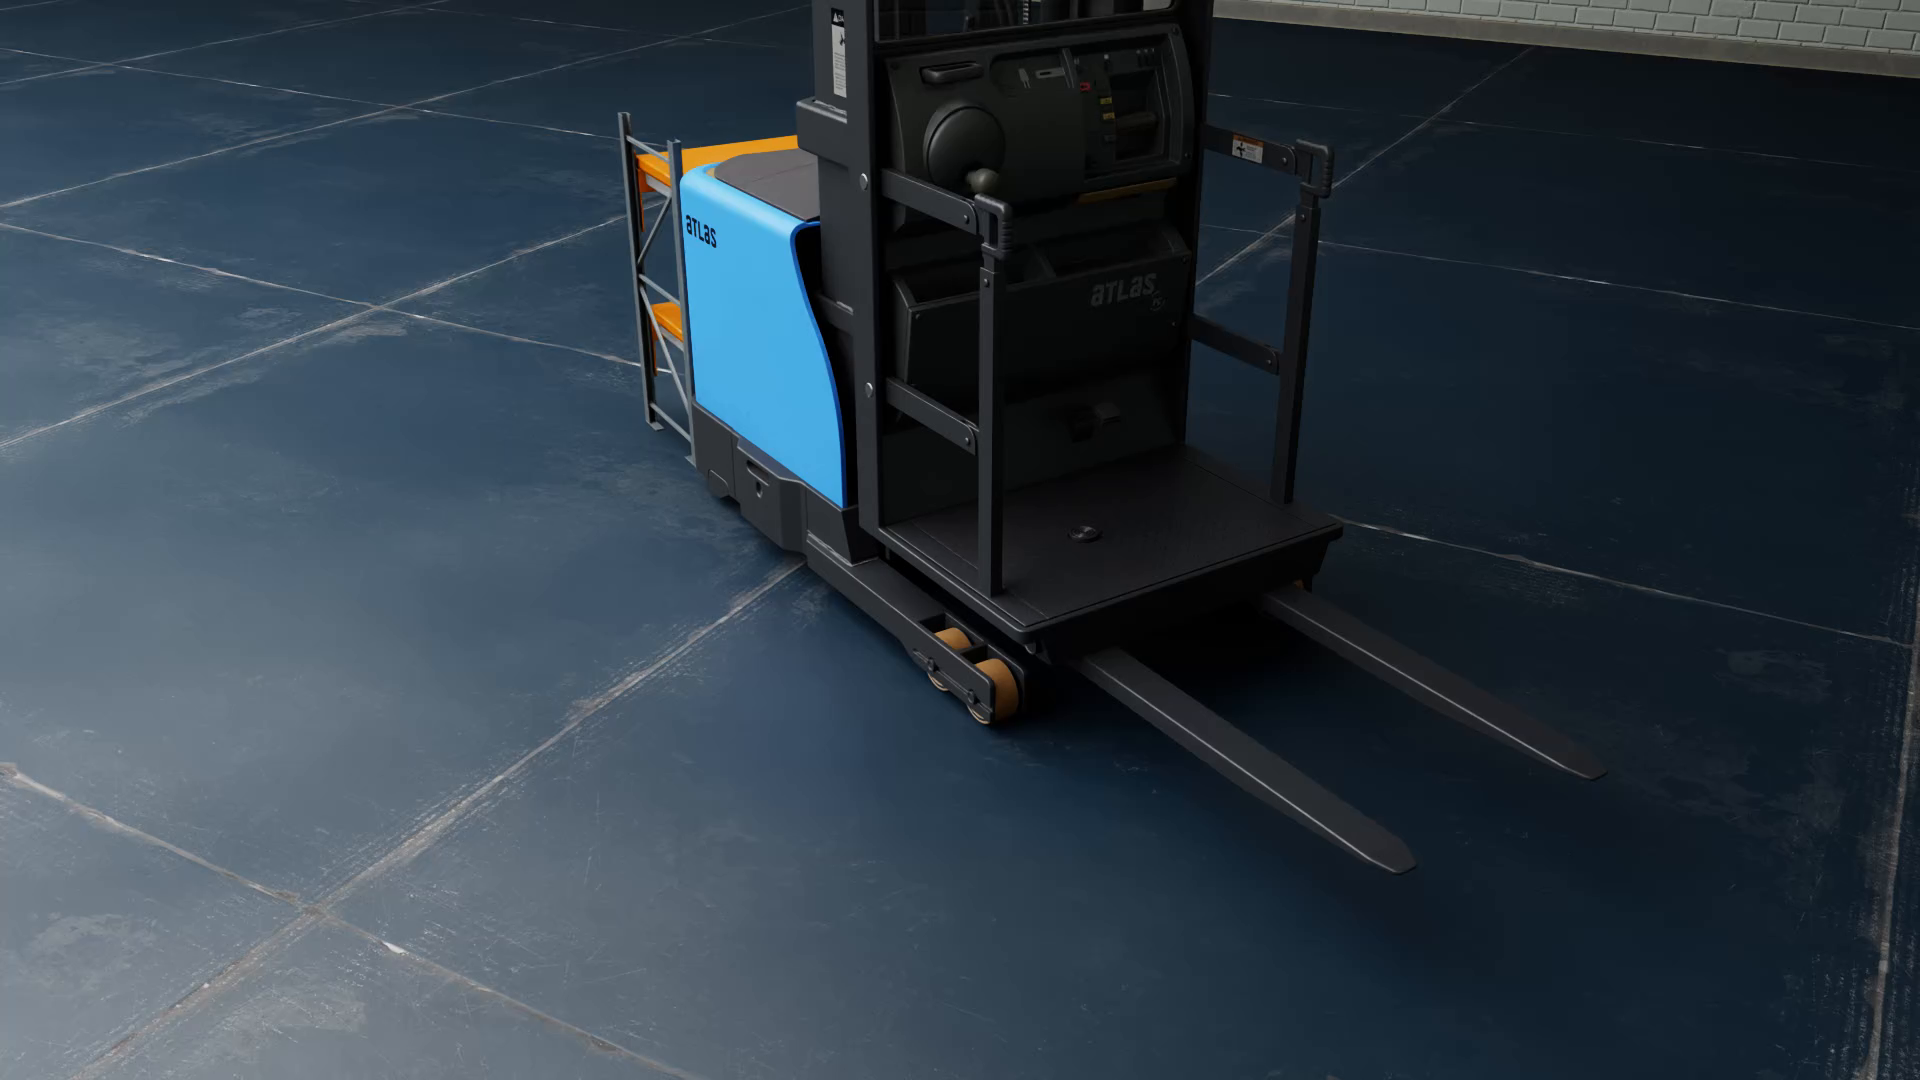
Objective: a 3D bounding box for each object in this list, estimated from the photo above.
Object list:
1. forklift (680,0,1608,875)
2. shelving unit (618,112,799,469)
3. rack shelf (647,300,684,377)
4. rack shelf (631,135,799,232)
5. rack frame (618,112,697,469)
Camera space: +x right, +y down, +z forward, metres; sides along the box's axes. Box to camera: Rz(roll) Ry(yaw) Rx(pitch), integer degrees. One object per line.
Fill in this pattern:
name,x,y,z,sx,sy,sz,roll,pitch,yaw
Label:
forklift,0.342,-1.078,4.129,1.130,2.935,3.031,-16,31,-29
shelving unit,-0.578,-0.960,5.912,1.048,1.125,0.538,-15,30,-27
rack shelf,-0.578,-0.742,6.021,1.000,0.278,0.538,-15,30,-27
rack shelf,-0.578,-1.222,5.781,1.000,0.278,0.538,-15,30,-27
rack frame,-1.018,-0.846,5.684,0.032,1.125,0.500,-15,30,-27
